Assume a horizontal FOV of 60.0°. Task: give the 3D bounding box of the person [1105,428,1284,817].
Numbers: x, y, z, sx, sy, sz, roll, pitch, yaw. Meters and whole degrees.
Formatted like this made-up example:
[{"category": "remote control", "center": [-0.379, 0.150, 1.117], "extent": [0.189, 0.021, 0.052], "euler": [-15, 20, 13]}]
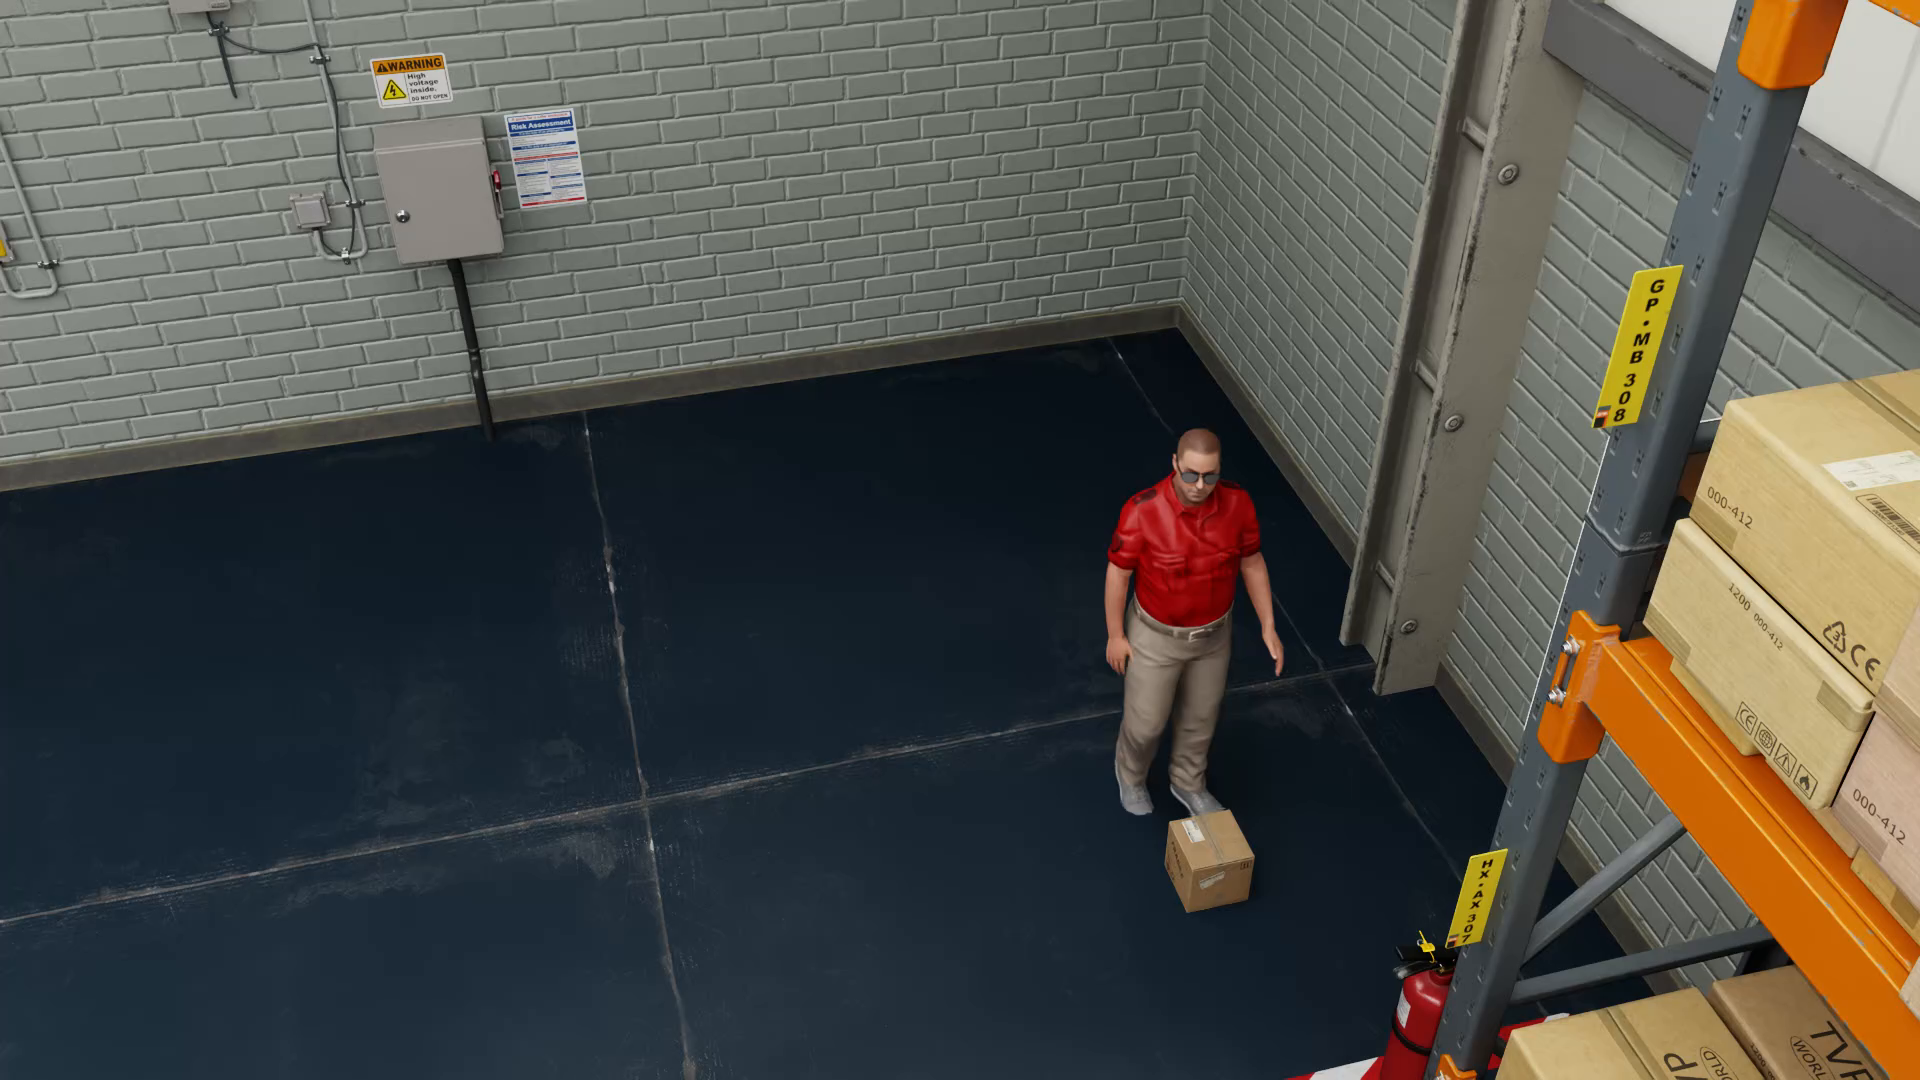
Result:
[{"category": "person", "center": [0.869, 0.412, 6.252], "extent": [0.610, 1.812, 0.488], "euler": [-13, 40, -16]}]
